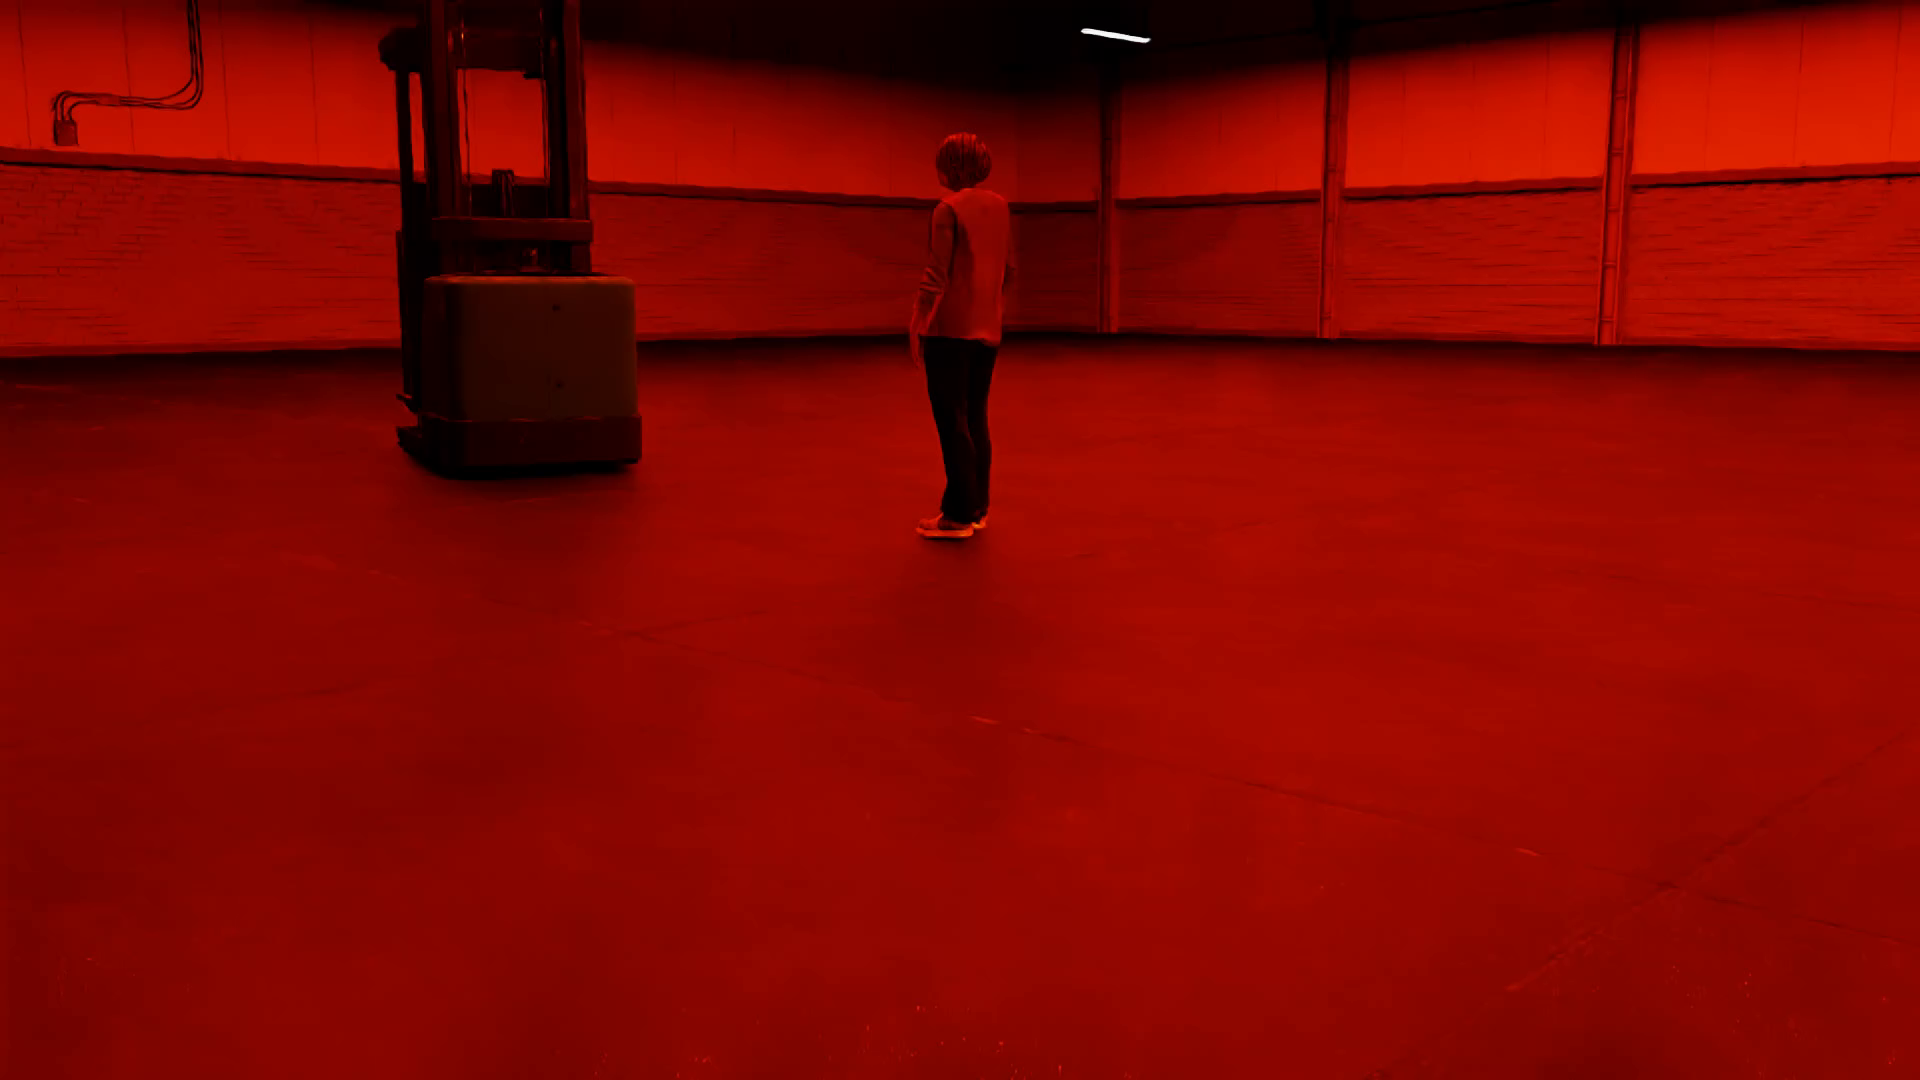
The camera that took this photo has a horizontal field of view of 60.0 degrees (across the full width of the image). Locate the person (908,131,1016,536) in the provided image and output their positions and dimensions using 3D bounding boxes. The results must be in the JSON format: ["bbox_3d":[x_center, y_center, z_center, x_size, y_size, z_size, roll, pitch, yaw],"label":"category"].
[{"bbox_3d":[-0.044,-0.806,6.658,0.474,1.597,0.520,8,12,43],"label":"person"}]

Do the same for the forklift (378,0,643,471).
[{"bbox_3d":[-2.878,-2.001,10.161,1.130,2.935,3.031,-4,10,-26],"label":"forklift"}]
